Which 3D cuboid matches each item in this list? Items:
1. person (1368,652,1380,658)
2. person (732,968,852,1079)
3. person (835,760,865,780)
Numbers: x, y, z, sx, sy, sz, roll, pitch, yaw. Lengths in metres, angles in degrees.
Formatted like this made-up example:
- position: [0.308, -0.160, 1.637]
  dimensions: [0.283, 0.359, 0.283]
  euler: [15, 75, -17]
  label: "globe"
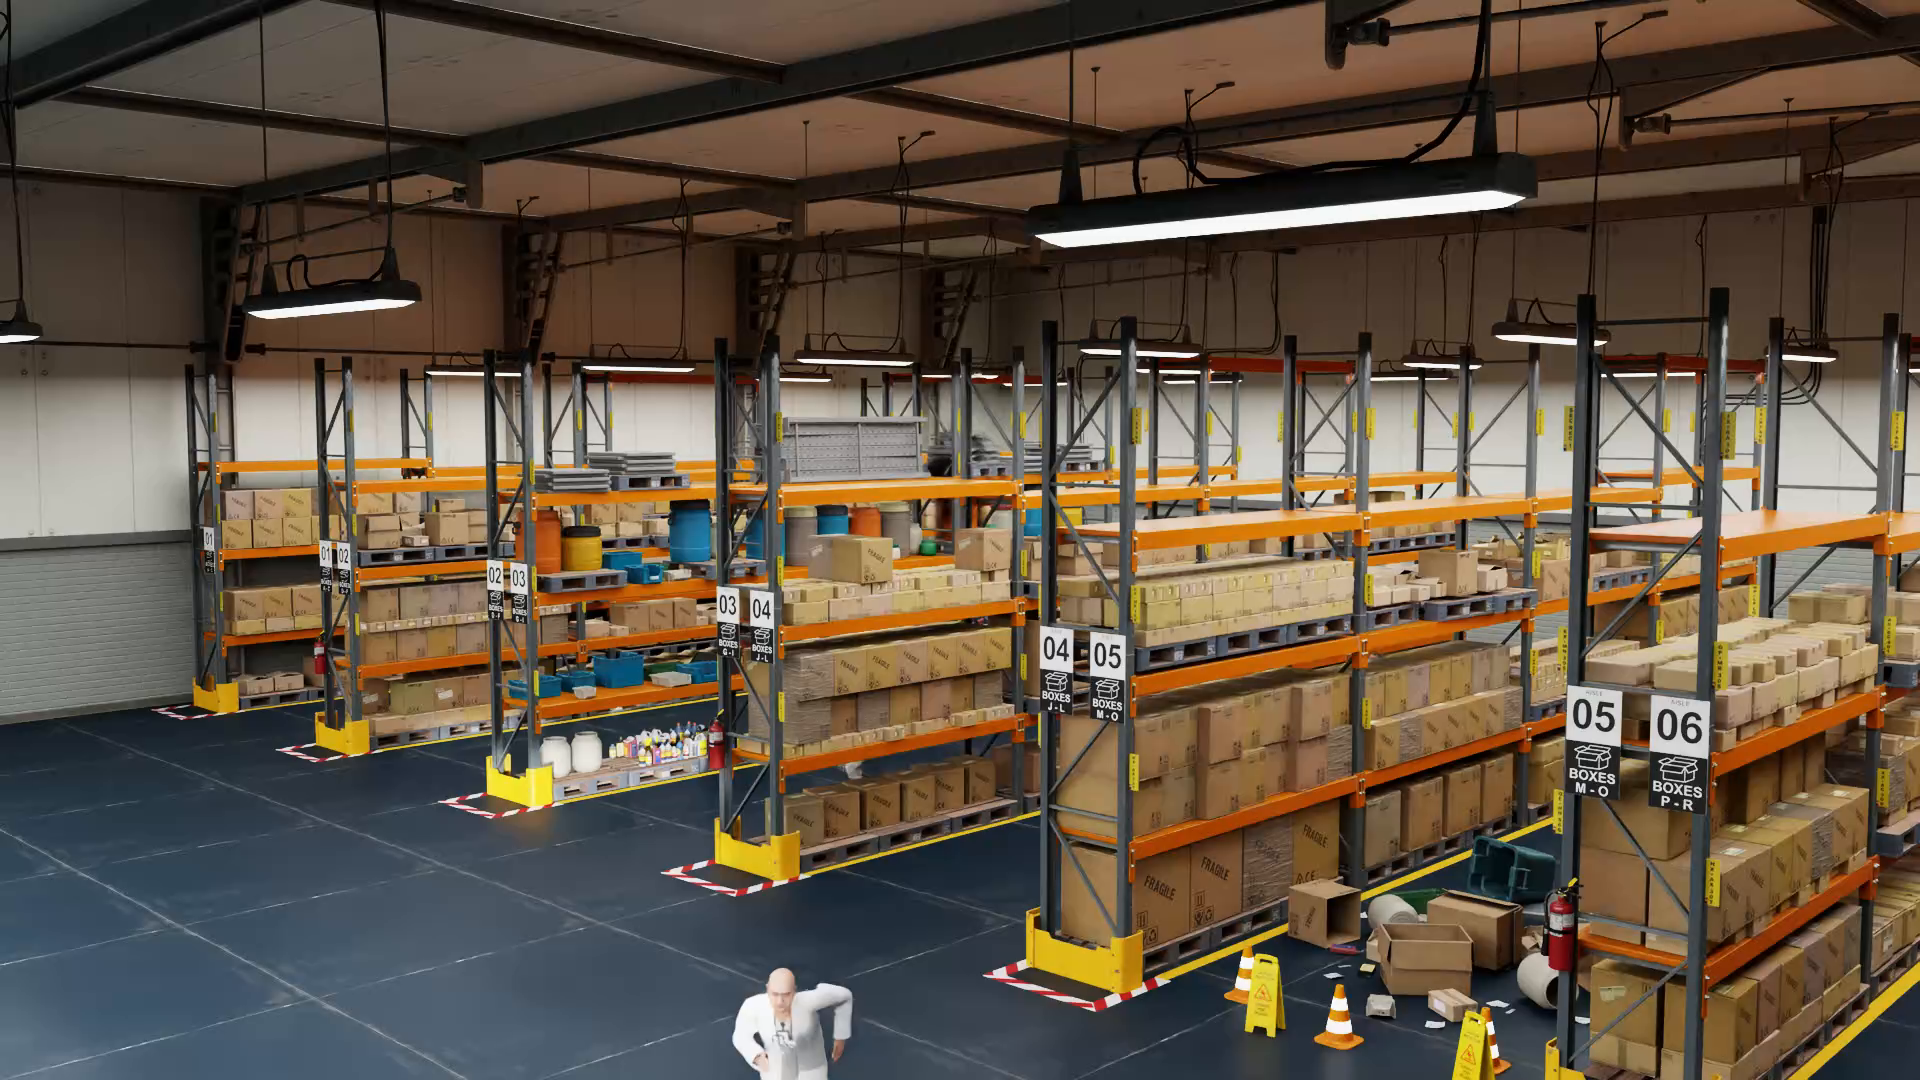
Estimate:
- position: [6.151, 2.469, 24.620]
  dimensions: [0.600, 1.646, 0.605]
  euler: [3, 6, 38]
  label: "person"
- position: [-1.069, 3.528, 10.842]
  dimensions: [0.753, 1.736, 1.072]
  euler: [0, 4, 5]
  label: "person"
- position: [-1.374, 2.633, 21.972]
  dimensions: [0.527, 1.737, 0.795]
  euler: [-3, 5, -36]
  label: "person"
